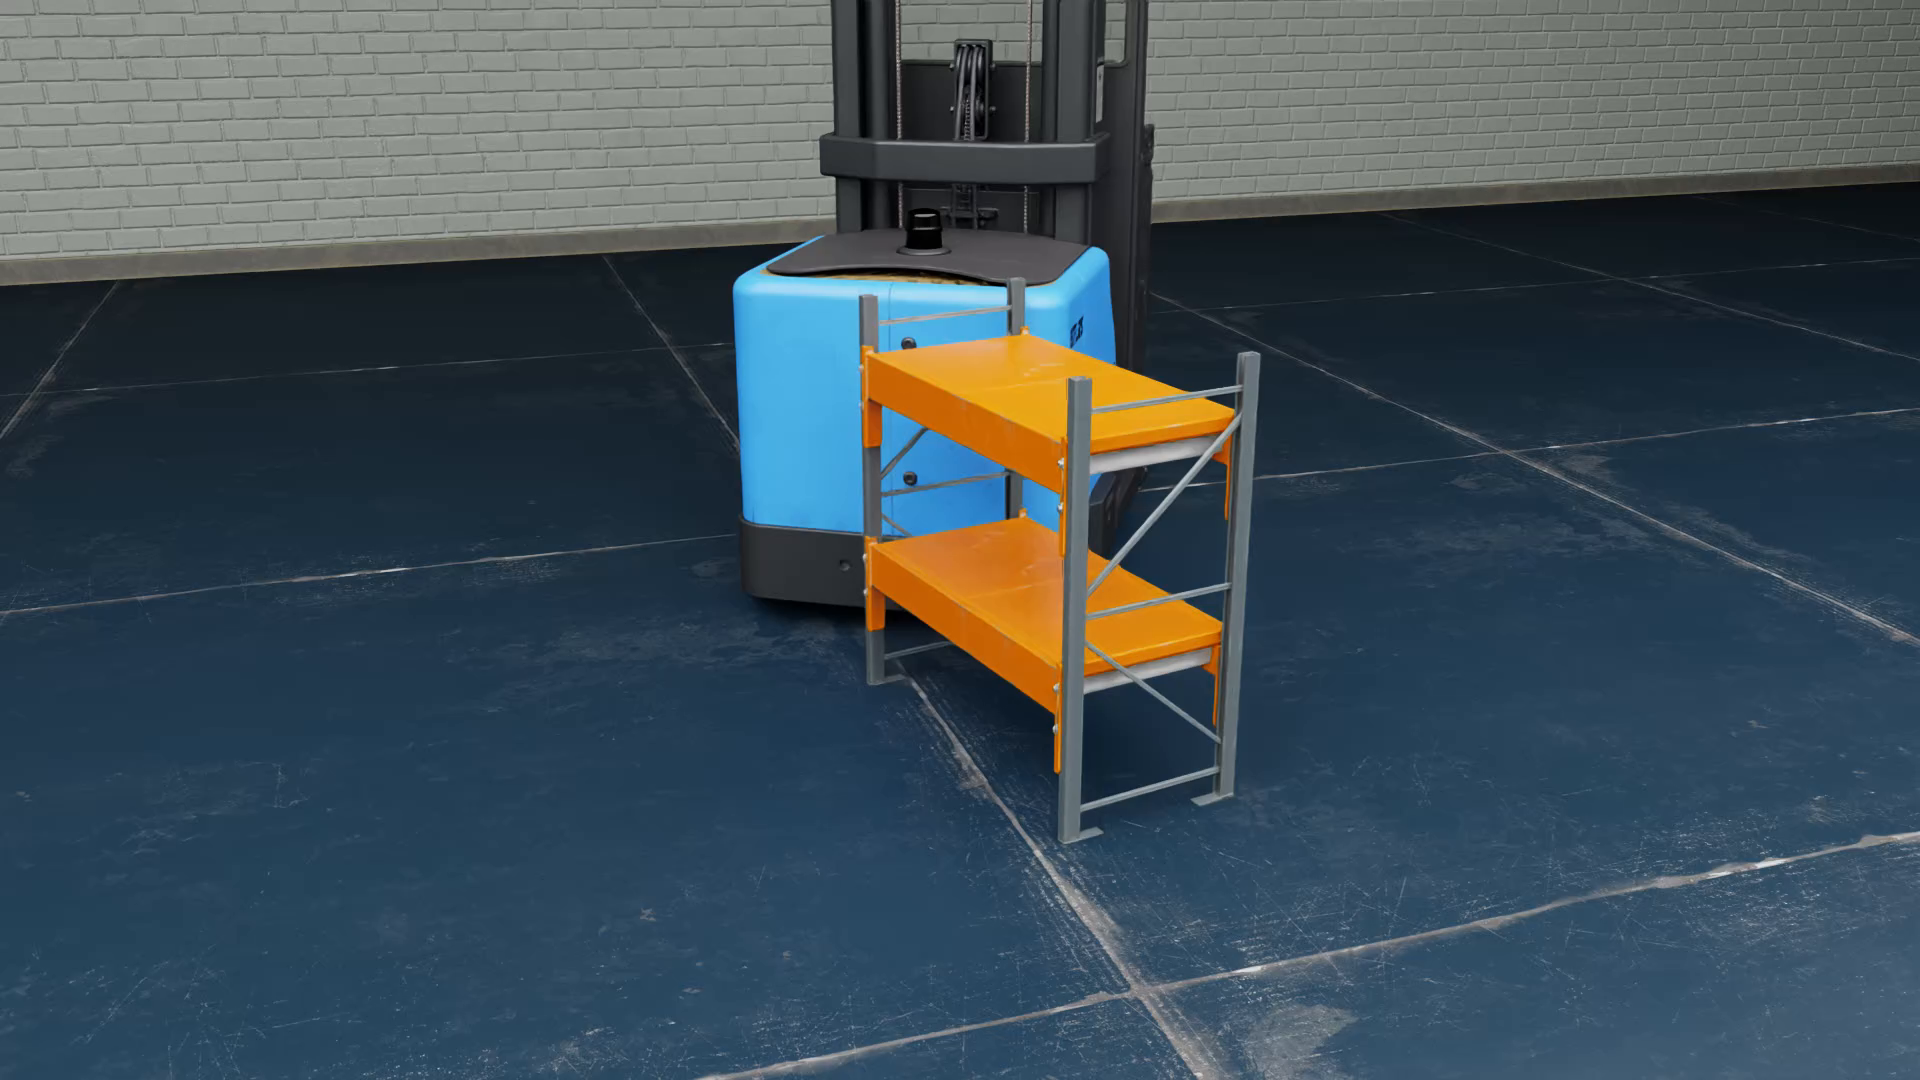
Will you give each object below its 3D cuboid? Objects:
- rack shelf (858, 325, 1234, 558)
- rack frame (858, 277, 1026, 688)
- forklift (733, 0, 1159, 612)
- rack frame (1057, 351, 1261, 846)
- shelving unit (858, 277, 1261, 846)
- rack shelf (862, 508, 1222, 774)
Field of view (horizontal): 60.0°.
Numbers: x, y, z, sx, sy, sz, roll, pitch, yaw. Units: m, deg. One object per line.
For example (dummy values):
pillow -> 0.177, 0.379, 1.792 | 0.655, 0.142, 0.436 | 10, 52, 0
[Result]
rack shelf -> 0.206, -0.280, 4.167 | 0.538, 0.278, 1.000 | -11, 22, -28
rack frame -> -0.043, -0.154, 4.683 | 0.500, 1.125, 0.032 | -11, 22, -28
forklift -> 0.160, -1.592, 6.012 | 1.130, 2.935, 3.031 | 5, 20, 13
rack frame -> 0.456, 0.145, 3.849 | 0.500, 1.125, 0.032 | -11, 22, -28
shelving unit -> 0.206, -0.005, 4.266 | 0.538, 1.125, 1.048 | -11, 22, -28
rack shelf -> 0.206, 0.225, 4.348 | 0.538, 0.278, 1.000 | -11, 22, -28
